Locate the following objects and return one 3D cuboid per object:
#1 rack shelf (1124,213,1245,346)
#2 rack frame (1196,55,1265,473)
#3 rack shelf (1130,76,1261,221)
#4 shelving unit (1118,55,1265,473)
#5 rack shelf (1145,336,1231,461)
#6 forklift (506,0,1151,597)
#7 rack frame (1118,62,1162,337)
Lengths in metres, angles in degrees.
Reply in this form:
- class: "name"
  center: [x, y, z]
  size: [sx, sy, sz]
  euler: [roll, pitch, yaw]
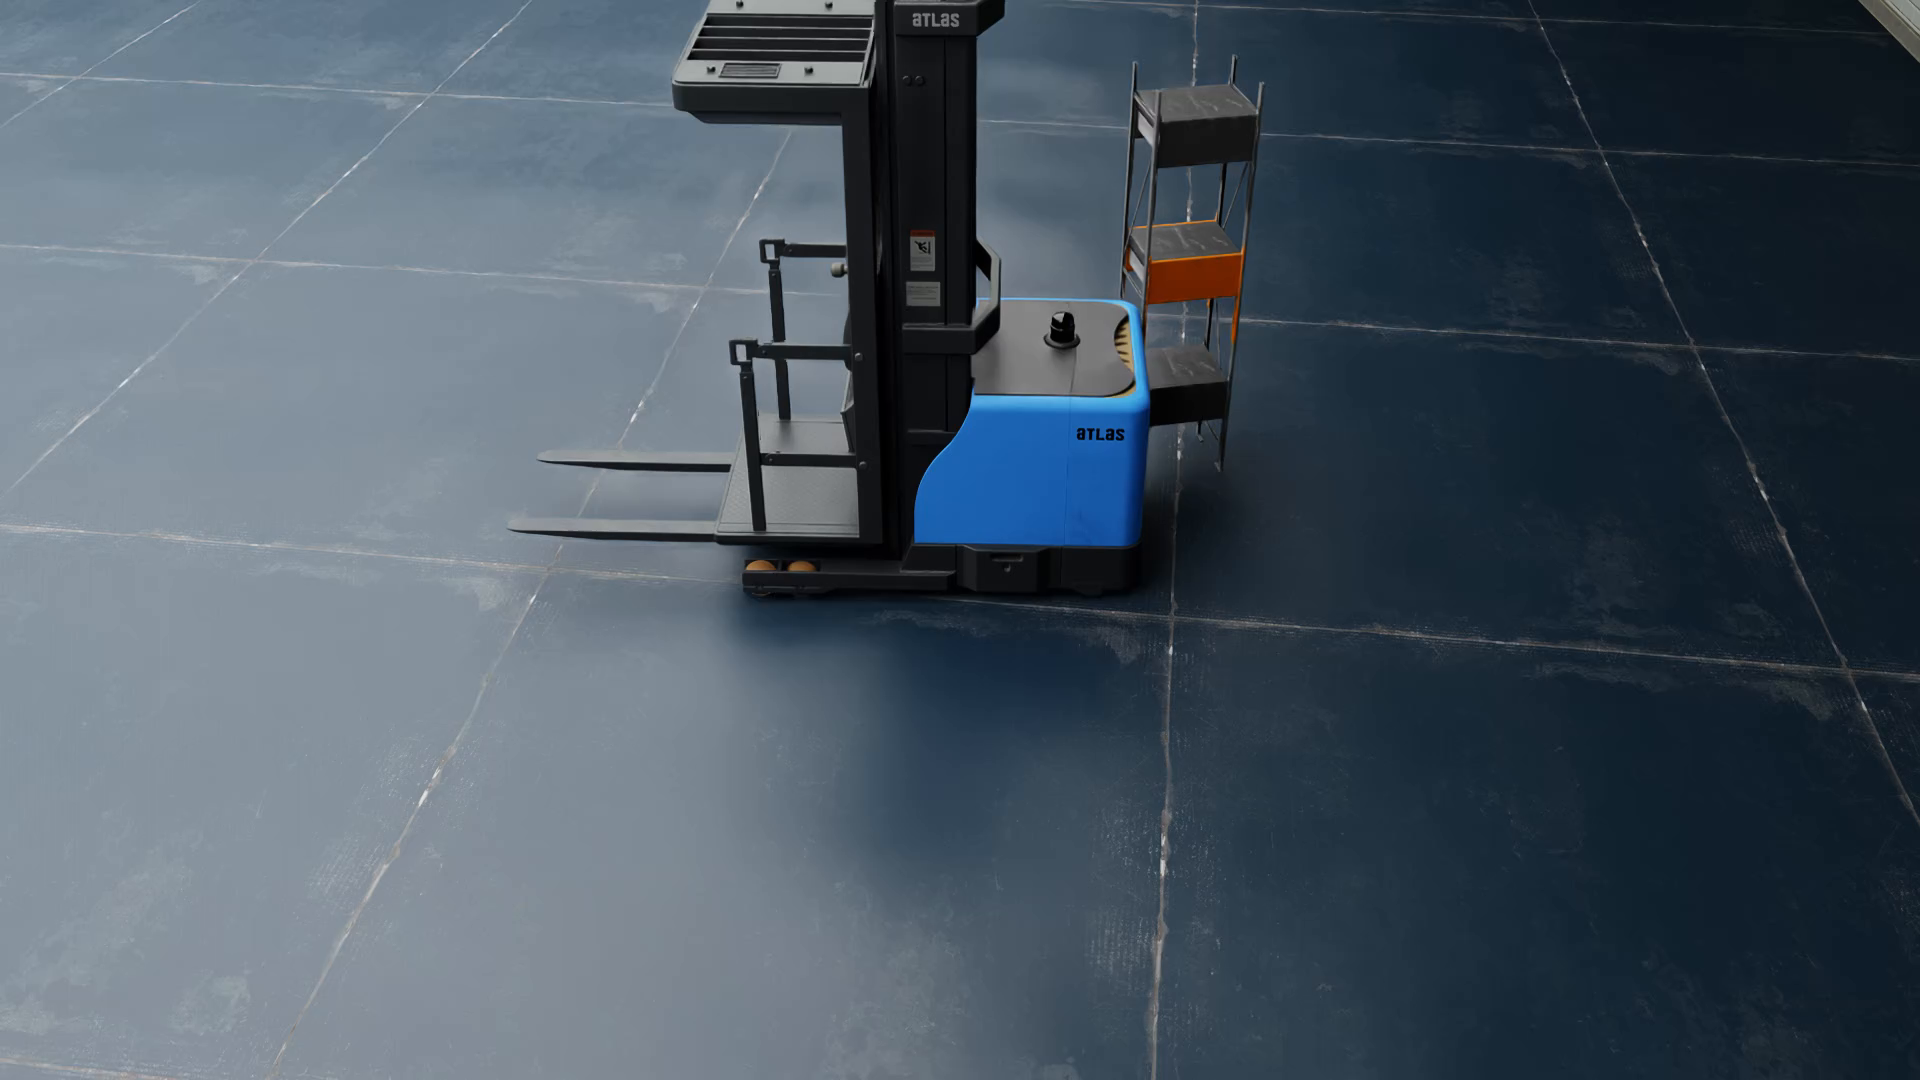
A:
- class: "rack shelf"
  center: [1.094, -1.281, 8.261]
  size: [0.480, 0.518, 0.431]
  euler: [-7, 36, -10]
- class: "rack frame"
  center: [1.333, -1.322, 8.294]
  size: [0.015, 2.100, 0.400]
  euler: [-7, 36, -10]
- class: "rack shelf"
  center: [1.095, -1.851, 7.854]
  size: [0.480, 0.518, 0.431]
  euler: [-7, 36, -10]
- class: "shelving unit"
  center: [1.094, -1.292, 8.253]
  size: [0.503, 2.100, 0.431]
  euler: [-7, 36, -10]
- class: "rack shelf"
  center: [1.094, -0.711, 8.668]
  size: [0.480, 0.518, 0.431]
  euler: [-7, 36, -10]
- class: "forklift"
  center: [-0.646, -1.232, 7.453]
  size: [3.031, 2.935, 1.130]
  euler: [1, 36, 2]
- class: "rack frame"
  center: [0.855, -1.263, 8.212]
  size: [0.015, 2.100, 0.400]
  euler: [-7, 36, -10]
